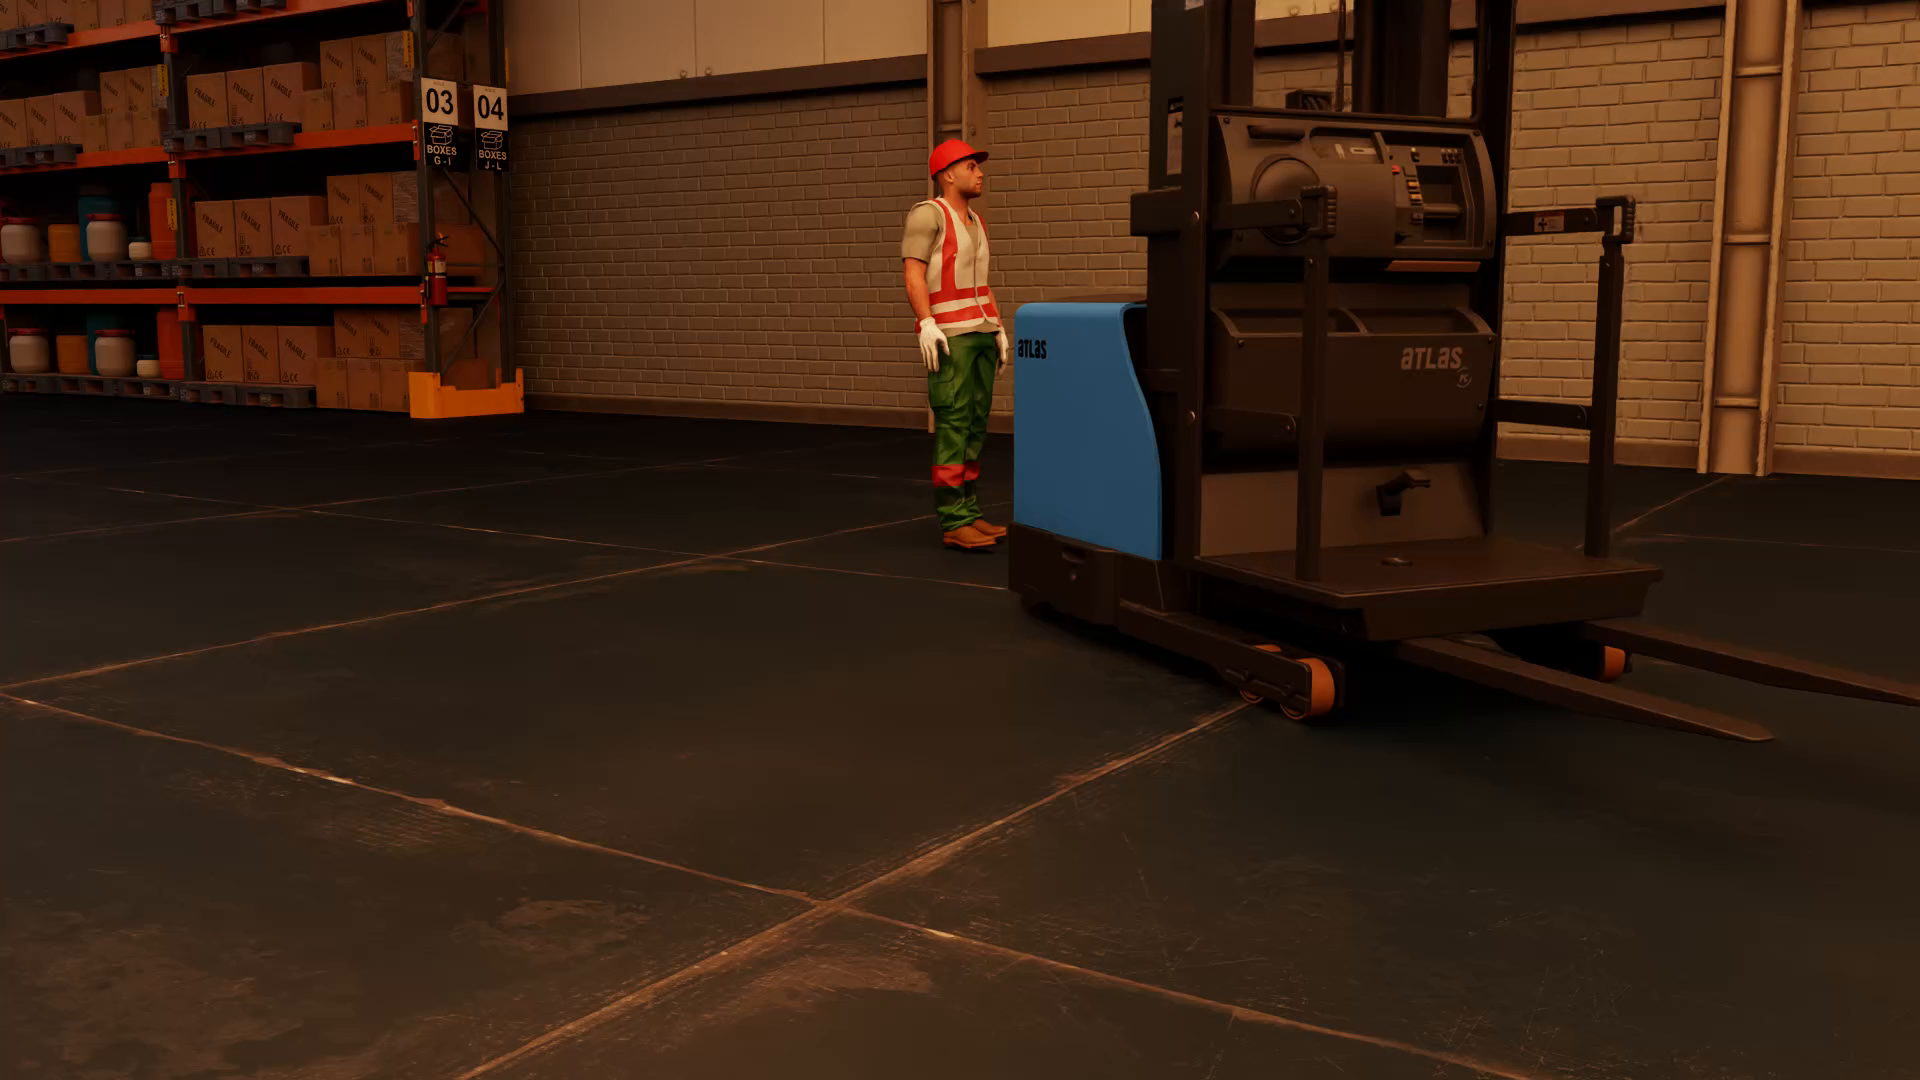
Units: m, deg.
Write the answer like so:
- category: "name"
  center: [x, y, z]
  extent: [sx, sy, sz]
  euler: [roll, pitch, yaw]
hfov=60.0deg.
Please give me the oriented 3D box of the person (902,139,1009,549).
- category: "person"
  center: [0.061, -0.883, 7.424]
  extent: [0.562, 1.784, 0.638]
  euler: [5, 10, 34]

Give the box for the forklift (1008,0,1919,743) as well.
- category: "forklift"
  center: [1.238, -1.051, 4.585]
  extent: [1.130, 2.935, 3.031]
  euler: [-4, 9, -24]
